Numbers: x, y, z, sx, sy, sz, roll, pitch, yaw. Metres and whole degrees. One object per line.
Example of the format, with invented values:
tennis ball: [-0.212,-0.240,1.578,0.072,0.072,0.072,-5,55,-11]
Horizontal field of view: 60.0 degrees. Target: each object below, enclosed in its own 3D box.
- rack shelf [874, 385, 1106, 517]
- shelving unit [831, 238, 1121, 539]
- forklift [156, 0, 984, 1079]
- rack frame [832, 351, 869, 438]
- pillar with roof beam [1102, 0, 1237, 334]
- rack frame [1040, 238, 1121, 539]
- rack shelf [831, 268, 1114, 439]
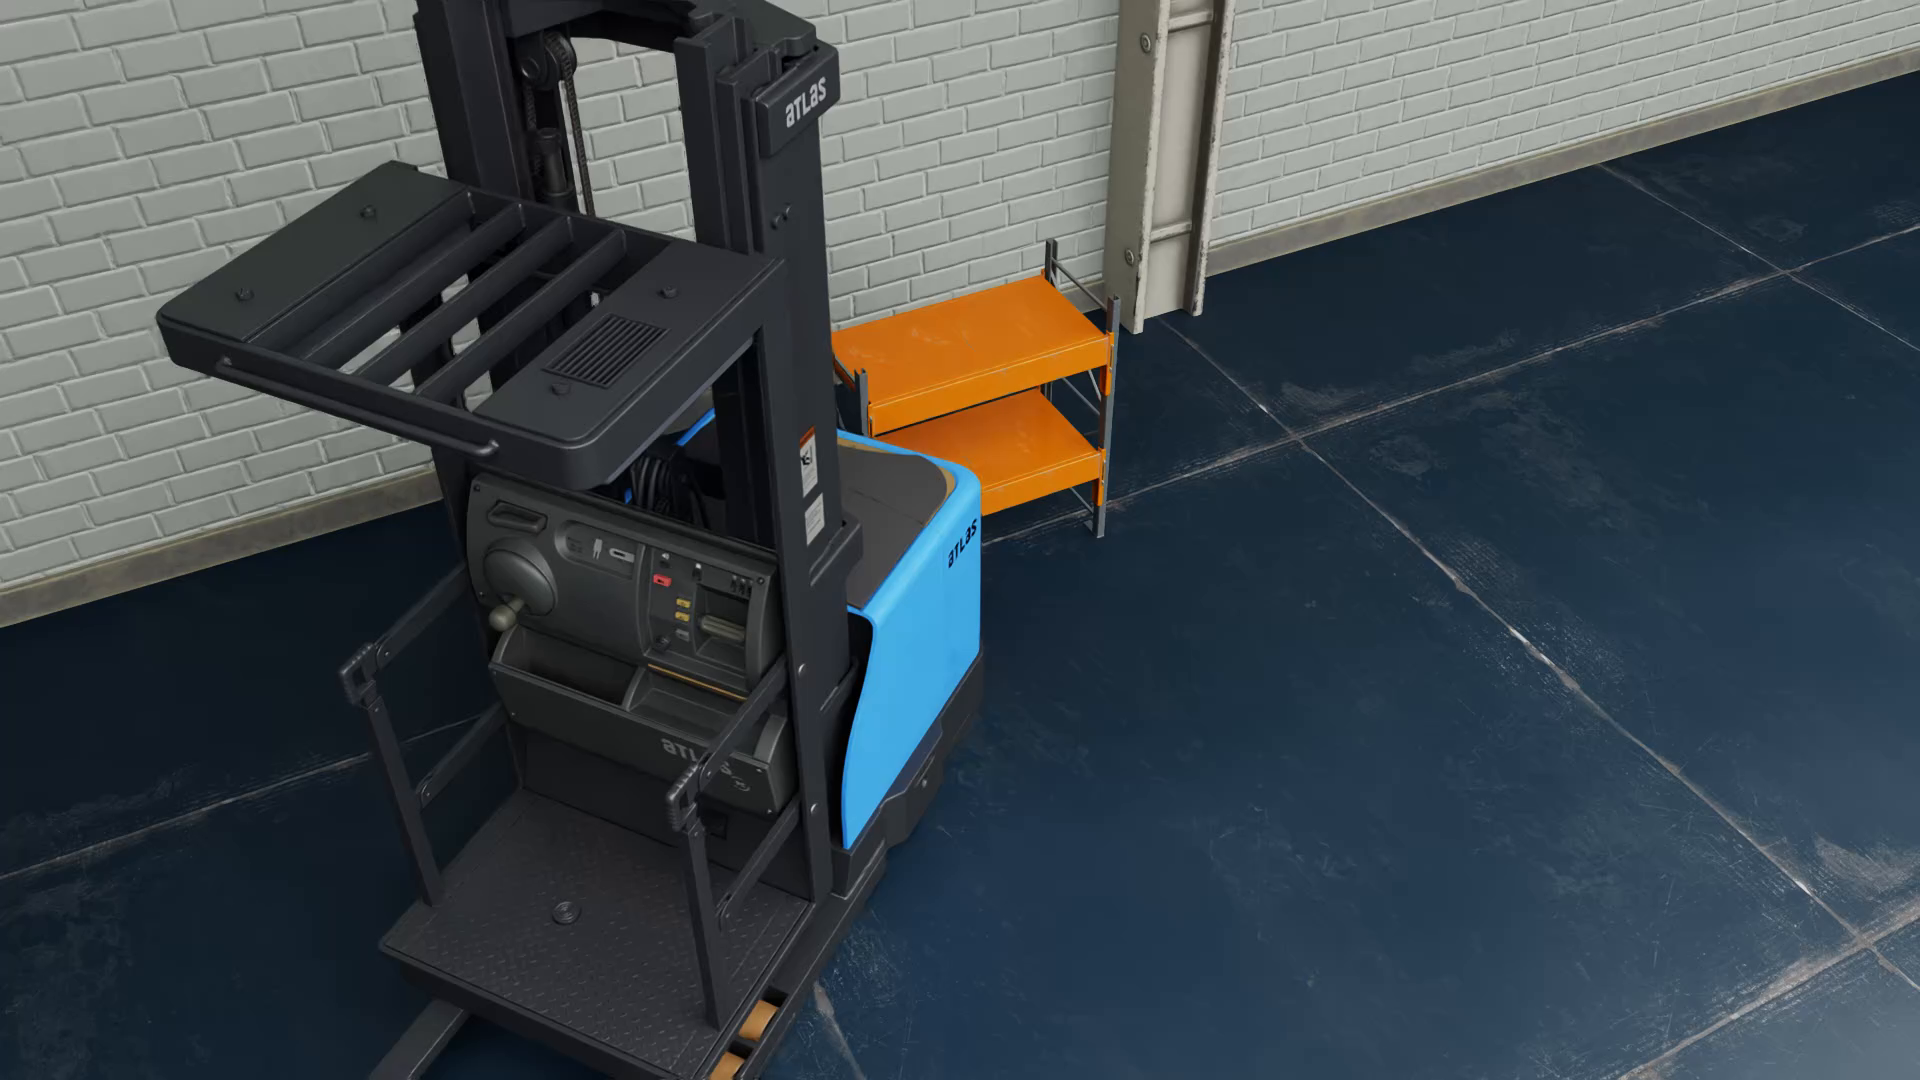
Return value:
rack shelf: [0.006,-0.245,6.547,1.000,0.278,0.538,-19,44,-21]
shelving unit: [0.006,-0.431,6.389,1.048,1.125,0.538,-19,44,-21]
forklift: [-1.001,0.202,4.243,1.130,2.935,3.031,17,43,19]
rack frame: [-0.445,-0.280,6.210,0.032,1.125,0.500,-19,44,-21]
pillar with roof beam: [2.917,-2.092,2.257,0.400,9.000,9.100,-19,44,-21]
rack frame: [0.457,-0.583,6.568,0.032,1.125,0.500,-19,44,-21]
rack shelf: [0.006,-0.655,6.200,1.000,0.278,0.538,-19,44,-21]
